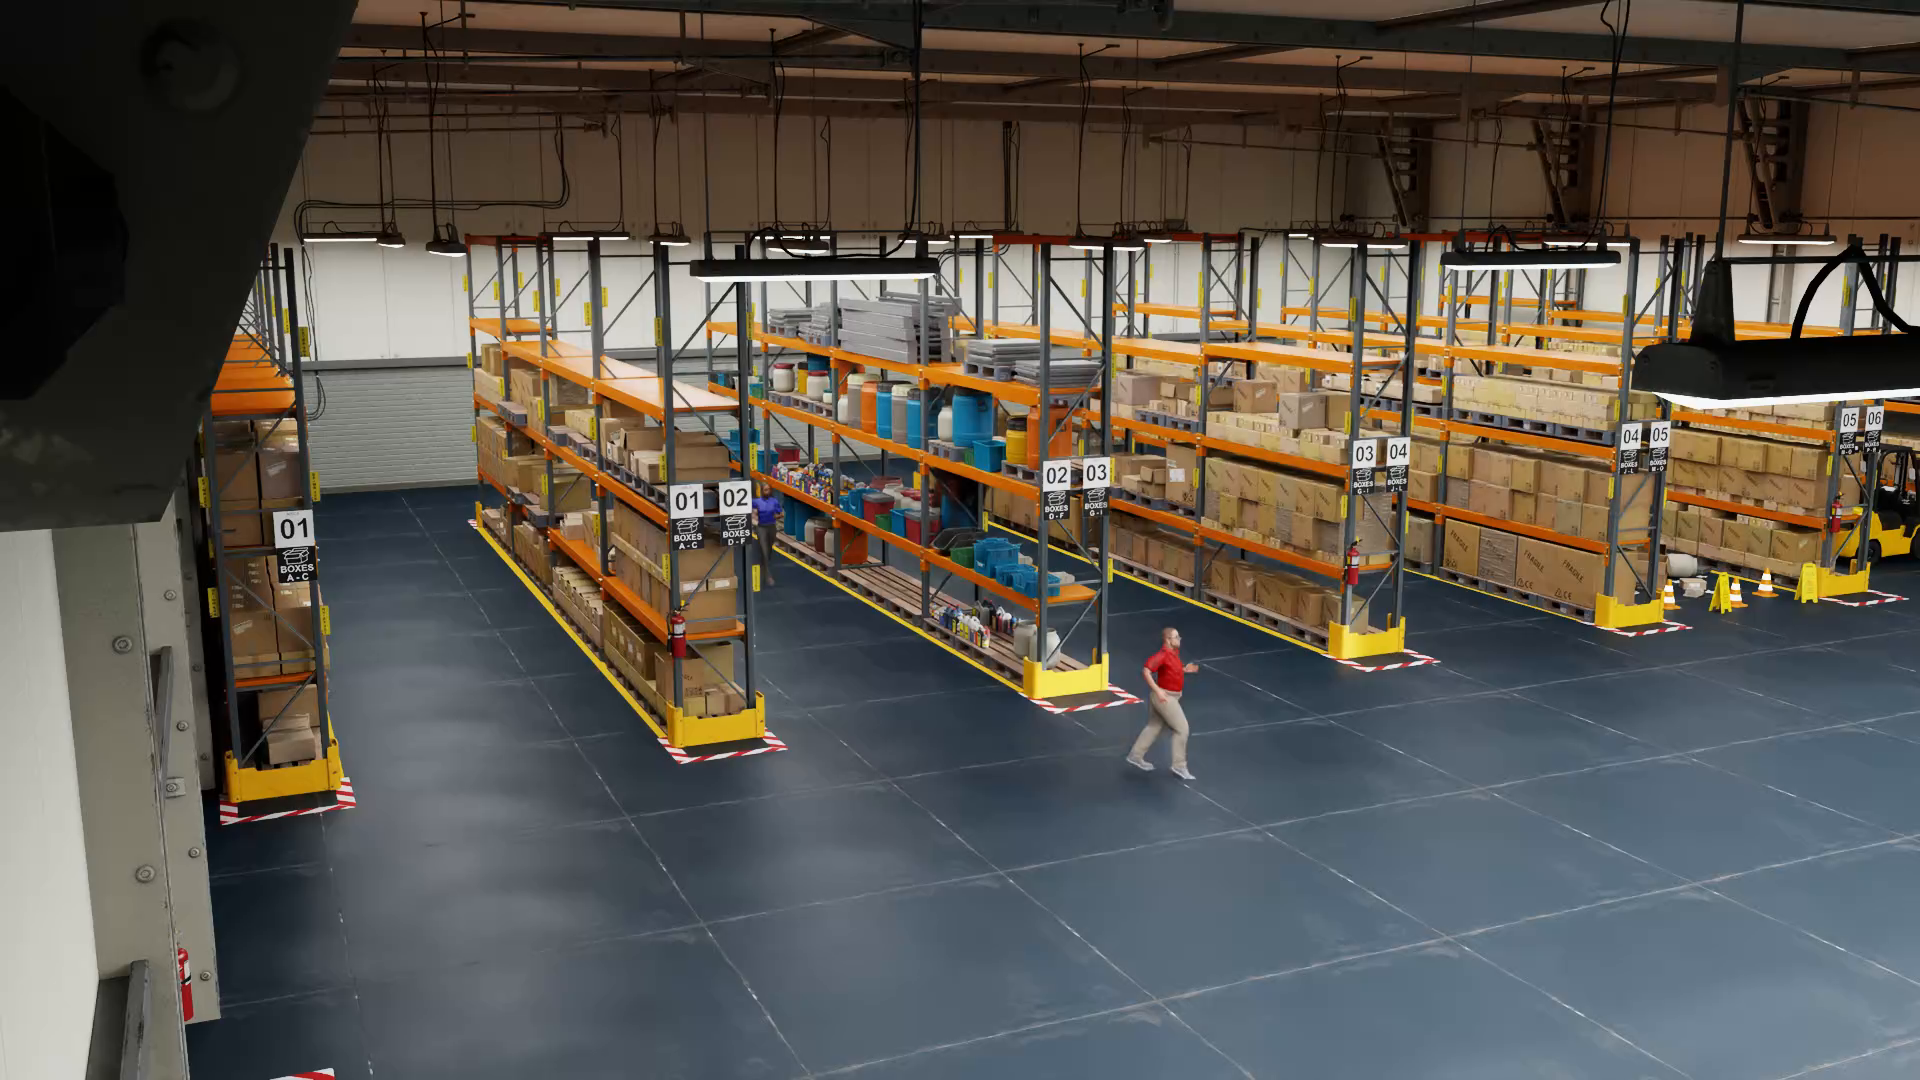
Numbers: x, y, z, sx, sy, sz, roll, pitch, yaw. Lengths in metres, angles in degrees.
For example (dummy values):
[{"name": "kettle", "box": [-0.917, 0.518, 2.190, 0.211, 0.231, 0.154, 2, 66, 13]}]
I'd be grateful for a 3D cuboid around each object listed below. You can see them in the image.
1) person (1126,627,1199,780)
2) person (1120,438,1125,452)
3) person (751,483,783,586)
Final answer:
[{"name": "person", "box": [2.323, 1.869, 19.052, 0.811, 1.803, 0.629, 1, 11, 4]}, {"name": "person", "box": [4.287, -2.511, 41.870, 0.602, 1.635, 0.633, 6, 12, 28]}, {"name": "person", "box": [-3.254, -0.116, 27.979, 0.570, 1.672, 0.884, -5, 12, -26]}]
